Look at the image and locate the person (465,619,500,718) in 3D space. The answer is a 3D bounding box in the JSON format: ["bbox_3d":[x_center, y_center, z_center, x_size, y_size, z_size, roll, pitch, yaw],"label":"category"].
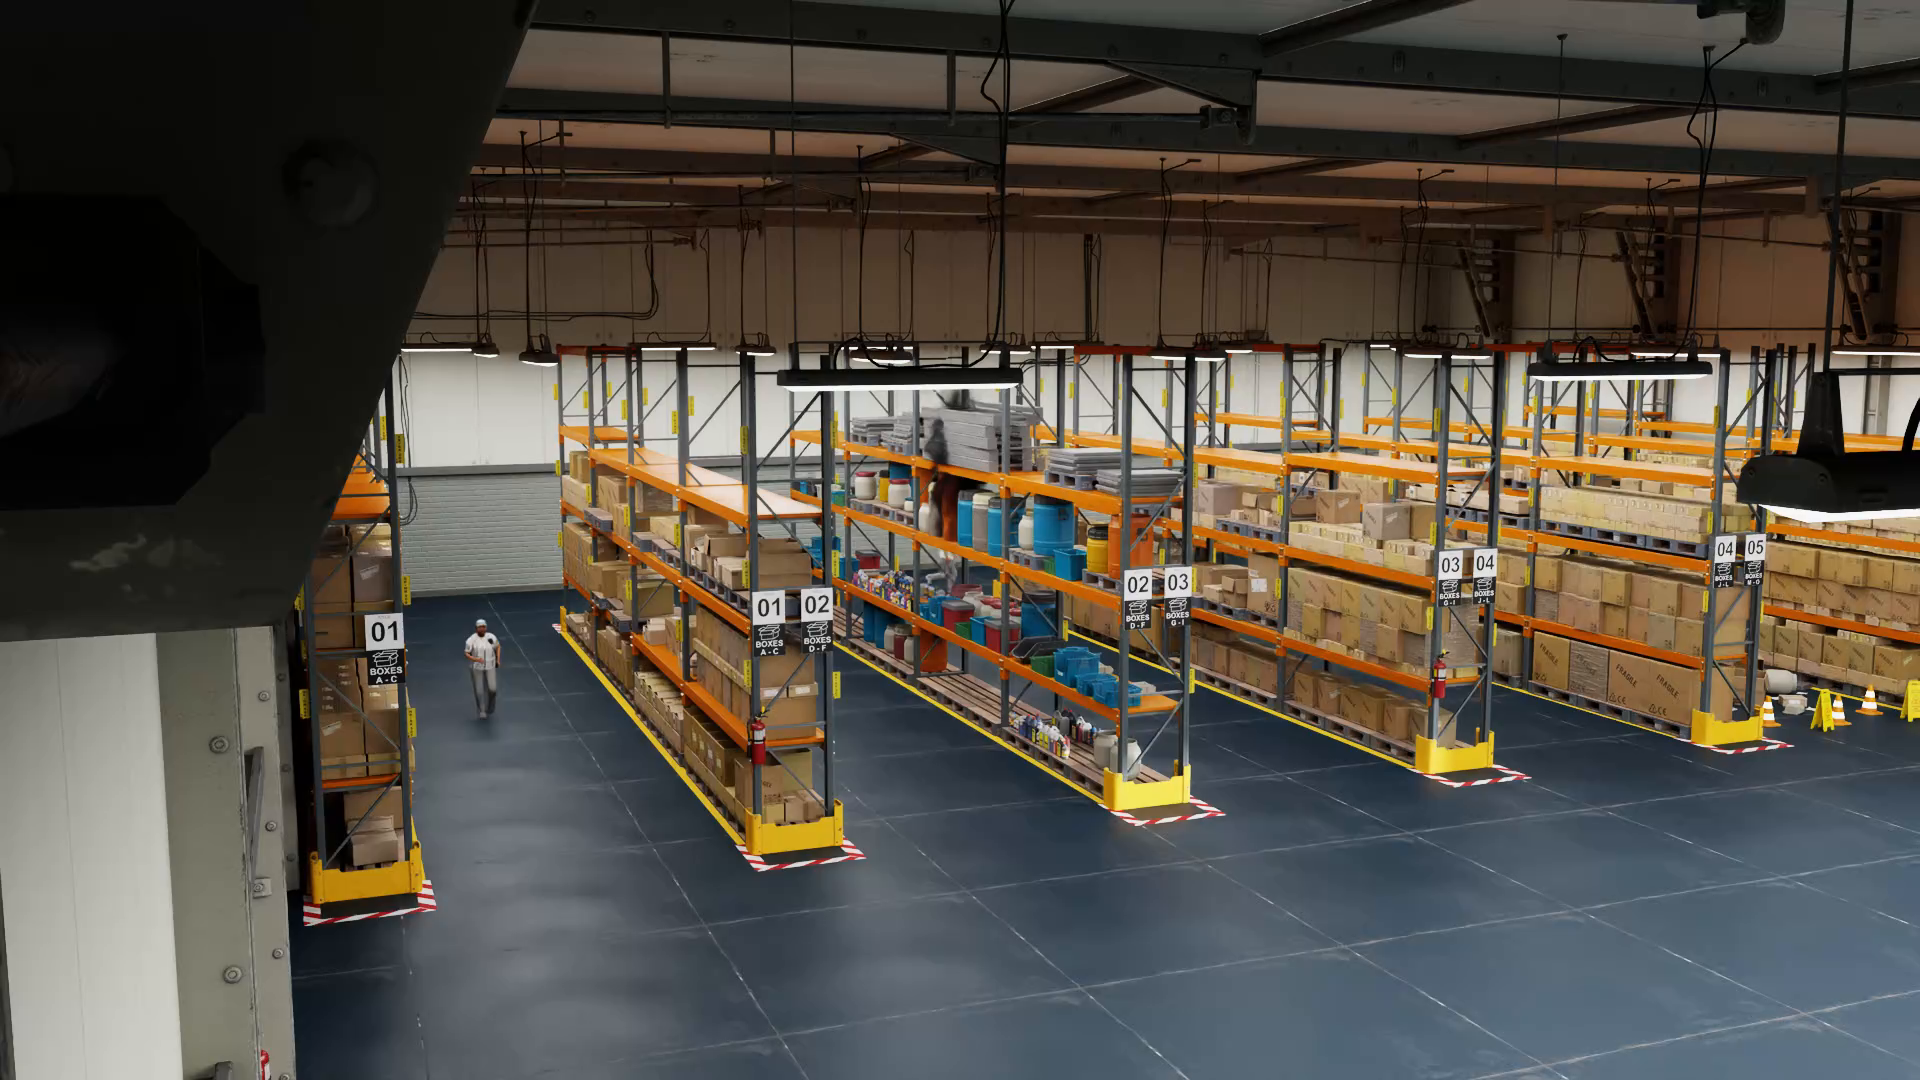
[{"bbox_3d":[-7.726,2.097,27.007,0.592,1.629,0.577,-3,8,-23],"label":"person"}]

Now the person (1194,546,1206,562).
[{"bbox_3d":[6.058,0.119,42.038,0.675,1.793,0.765,7,10,43],"label":"person"}]

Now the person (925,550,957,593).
[{"bbox_3d":[-0.366,0.455,39.810,0.938,1.726,0.661,0,7,1],"label":"person"}]
